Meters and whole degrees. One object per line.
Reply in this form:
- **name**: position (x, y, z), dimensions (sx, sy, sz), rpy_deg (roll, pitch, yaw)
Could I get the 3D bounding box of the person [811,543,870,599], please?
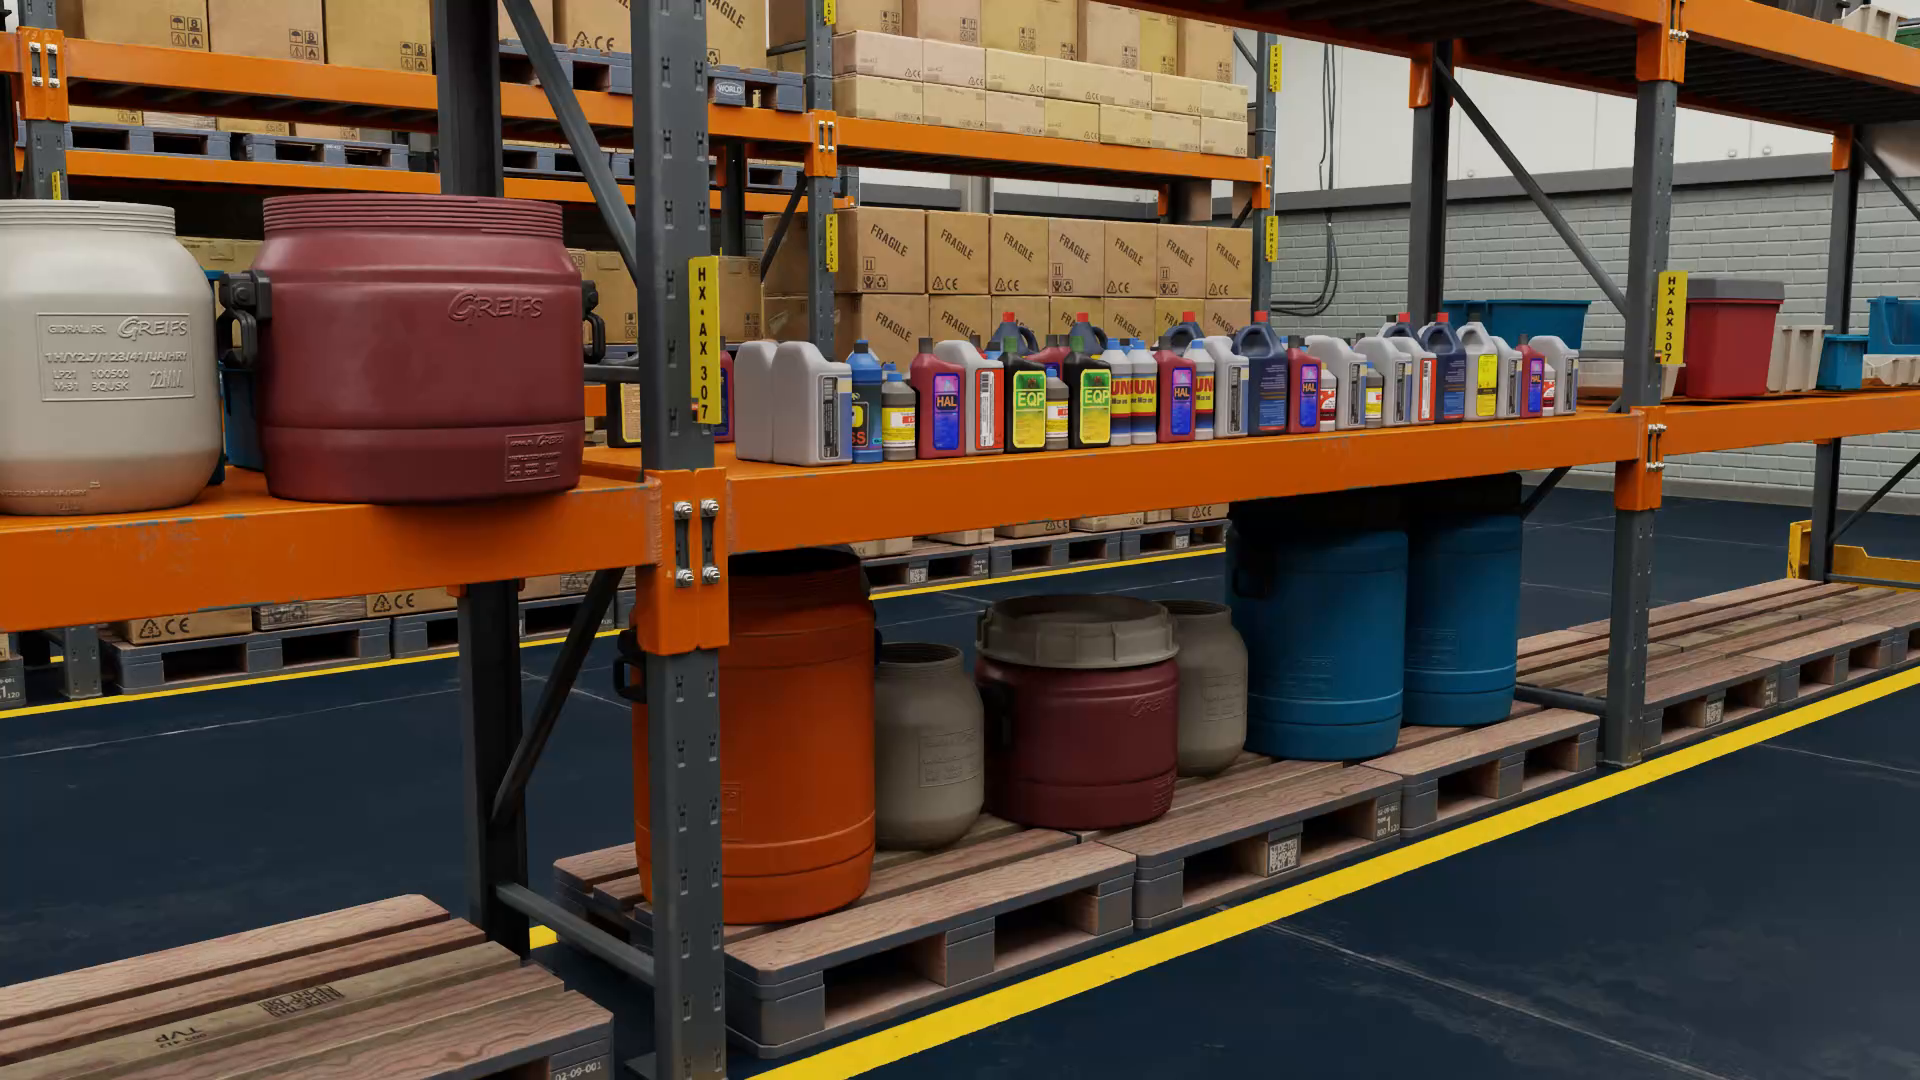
- **person**: position (-0.806, 0.164, 7.589), dimensions (0.519, 0.974, 0.854), rpy_deg (-7, 10, -41)
